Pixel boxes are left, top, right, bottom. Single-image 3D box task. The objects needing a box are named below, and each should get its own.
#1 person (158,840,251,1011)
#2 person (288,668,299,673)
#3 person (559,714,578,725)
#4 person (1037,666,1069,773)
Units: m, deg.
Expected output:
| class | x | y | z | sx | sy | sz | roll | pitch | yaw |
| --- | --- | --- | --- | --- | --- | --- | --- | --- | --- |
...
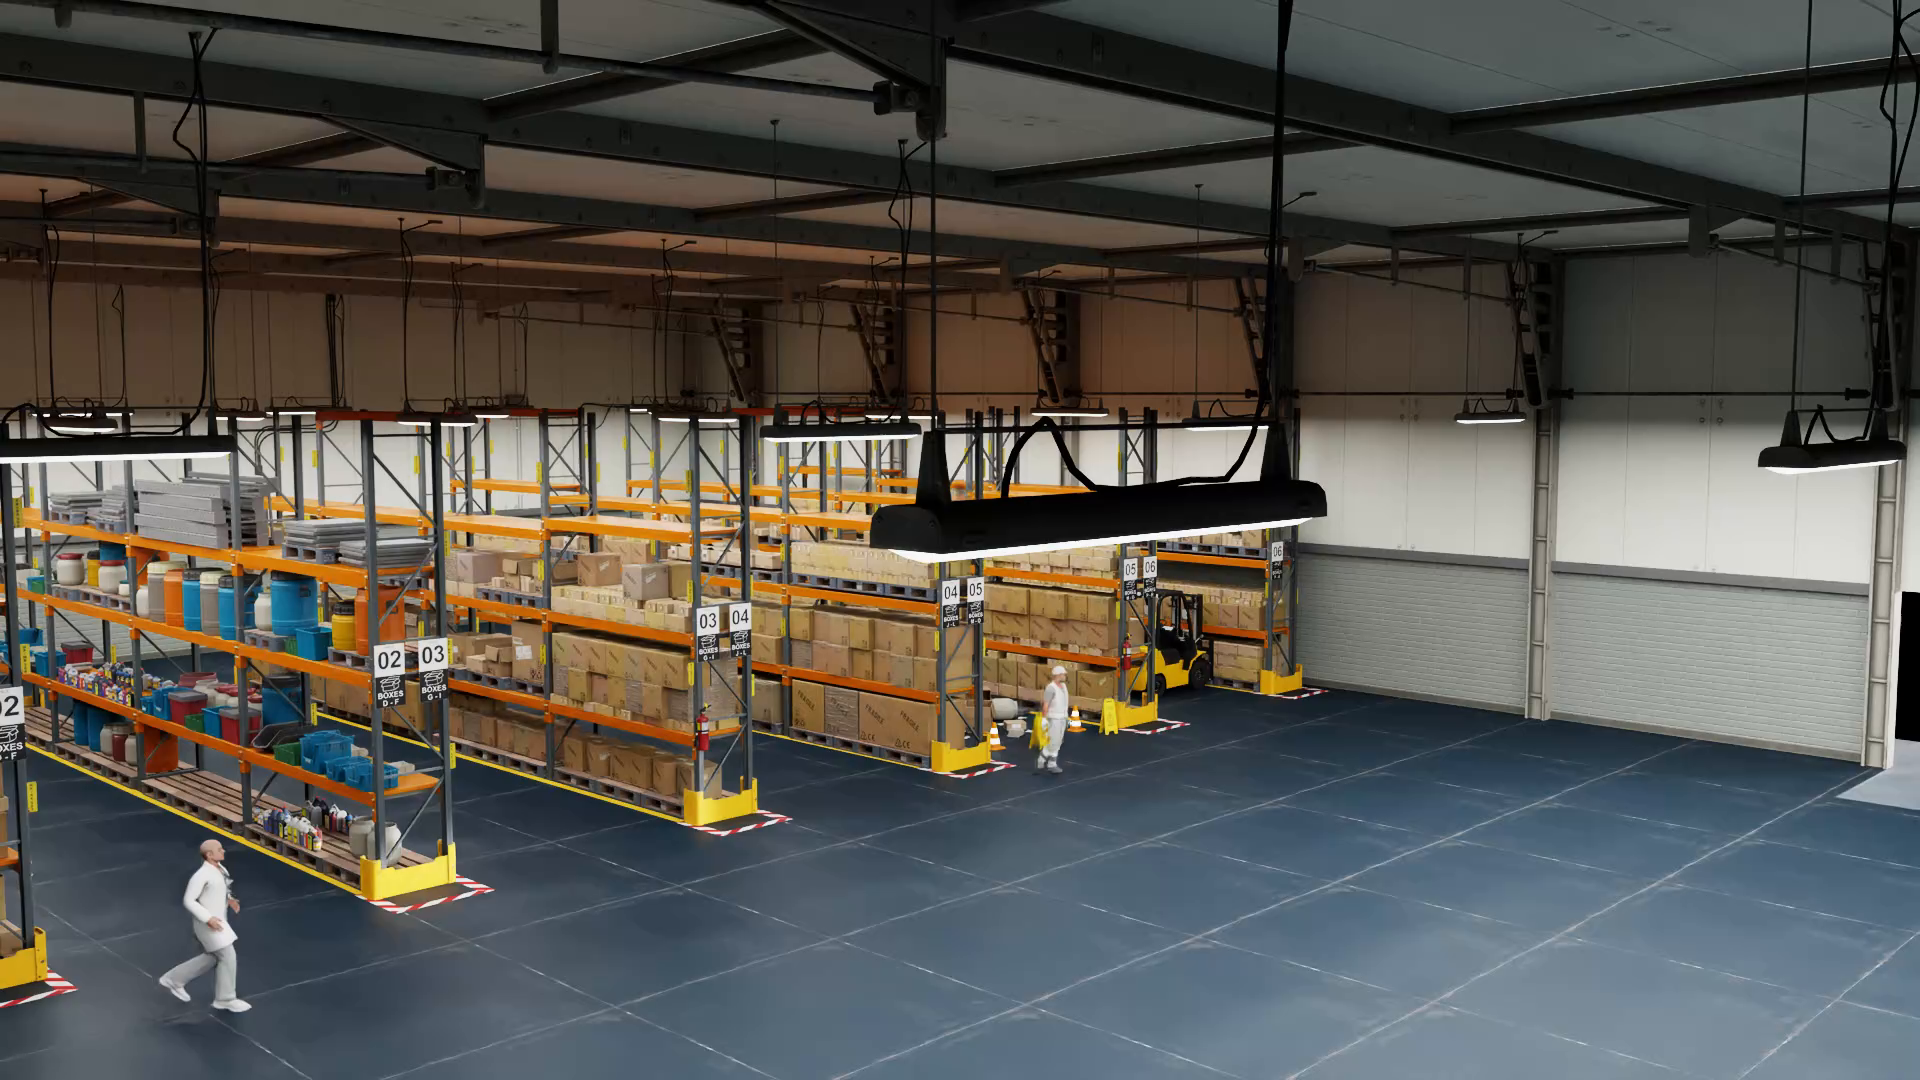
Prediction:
| class | x | y | z | sx | sy | sz | roll | pitch | yaw |
| --- | --- | --- | --- | --- | --- | --- | --- | --- | --- |
| person | -7.741 | 3.946 | 16.993 | 0.888 | 1.803 | 0.714 | -1 | 5 | -11 |
| person | -11.732 | 2.923 | 29.218 | 0.779 | 1.708 | 0.493 | 3 | 6 | 34 |
| person | -7.230 | 2.793 | 31.002 | 0.648 | 1.601 | 0.566 | 3 | 6 | 27 |
| person | 1.545 | 2.982 | 27.696 | 0.450 | 1.781 | 0.622 | 4 | 6 | 36 |
